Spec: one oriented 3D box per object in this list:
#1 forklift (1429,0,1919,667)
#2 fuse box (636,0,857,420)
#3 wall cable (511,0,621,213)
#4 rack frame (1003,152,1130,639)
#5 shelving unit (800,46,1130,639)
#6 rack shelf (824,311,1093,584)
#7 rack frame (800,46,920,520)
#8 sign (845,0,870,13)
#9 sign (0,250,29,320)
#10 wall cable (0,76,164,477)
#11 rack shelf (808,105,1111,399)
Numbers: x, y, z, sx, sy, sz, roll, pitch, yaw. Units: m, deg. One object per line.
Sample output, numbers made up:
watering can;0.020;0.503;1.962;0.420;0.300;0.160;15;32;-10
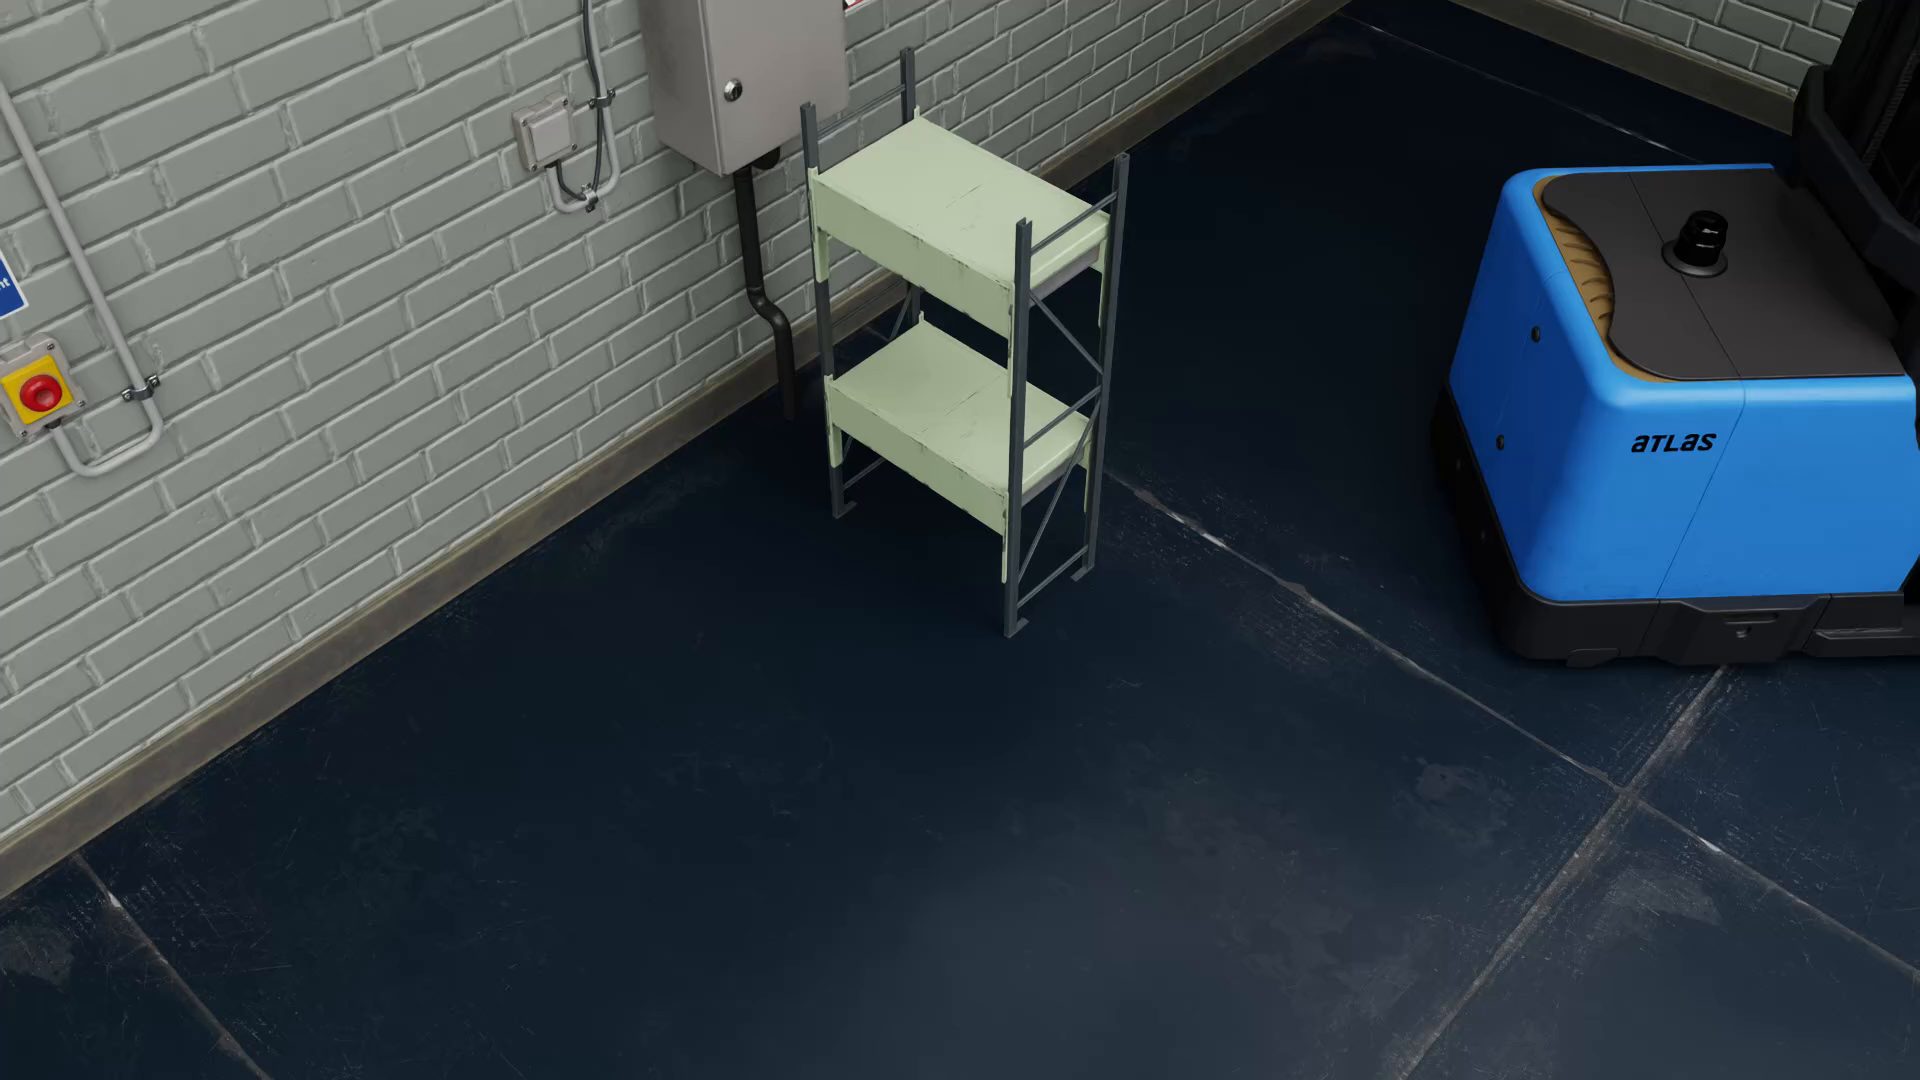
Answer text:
forklift;3.074;-1.031;4.208;3.031;2.935;1.130;-2;47;-2
fuse box;-0.536;-1.014;5.029;0.414;1.711;0.539;34;55;28
wall cable;-1.115;-1.515;3.918;0.122;1.984;0.588;34;55;28
rack frame;0.274;-0.329;4.530;0.023;1.500;0.400;34;55;28
shelving unit;0.005;-0.510;4.700;0.755;1.500;0.431;34;55;28
rack shelf;0.005;-0.287;4.938;0.720;0.370;0.431;34;55;28
rack frame;-0.264;-0.691;4.870;0.023;1.500;0.400;34;55;28
sign;-0.354;-1.790;4.938;0.001;0.494;0.329;34;55;28
sign;-2.146;-0.499;3.476;0.001;0.218;0.327;34;55;28
wall cable;-2.068;-0.761;3.188;0.123;1.953;0.585;34;55;28
rack shelf;0.005;-0.777;4.416;0.720;0.370;0.431;34;55;28
